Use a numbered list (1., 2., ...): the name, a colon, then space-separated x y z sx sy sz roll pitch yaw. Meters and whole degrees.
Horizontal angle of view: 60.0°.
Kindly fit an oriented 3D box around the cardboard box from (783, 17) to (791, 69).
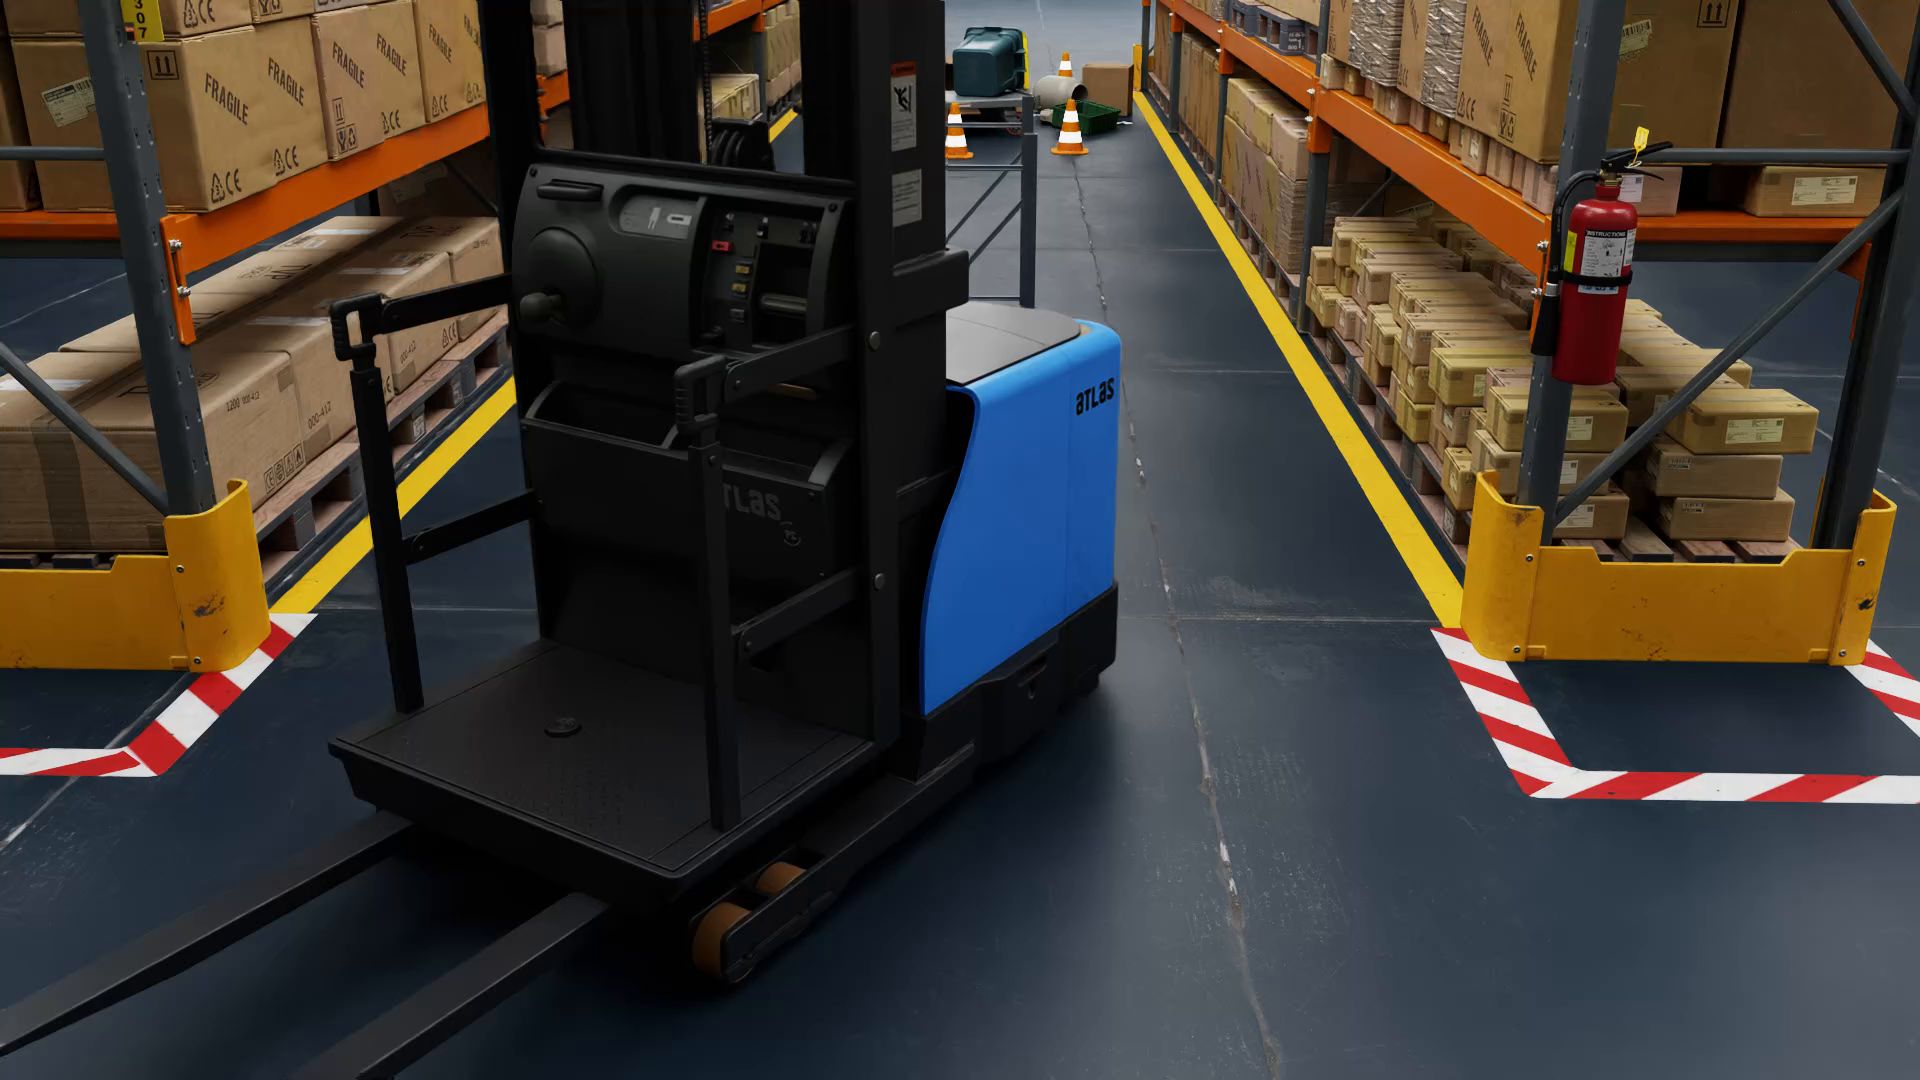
1. cardboard box: -2.092 -5.269 17.645 0.500 0.500 0.500 2 21 4

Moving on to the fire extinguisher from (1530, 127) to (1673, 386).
1. fire extinguisher: 1.715 -0.761 4.466 0.296 0.674 0.183 1 21 2

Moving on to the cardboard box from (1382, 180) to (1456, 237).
1. cardboard box: 2.593 -1.798 9.391 0.500 0.500 0.500 1 21 4

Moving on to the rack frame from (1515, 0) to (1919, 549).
1. rack frame: 2.184 -1.057 4.606 1.000 3.000 0.127 1 21 2

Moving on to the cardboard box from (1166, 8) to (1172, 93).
1. cardboard box: 2.661 -5.154 17.521 0.875 0.875 0.875 1 21 2

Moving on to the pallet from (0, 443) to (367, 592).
1. pallet: -2.821 -0.065 5.904 1.003 0.211 1.213 1 21 2

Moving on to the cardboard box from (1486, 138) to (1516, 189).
1. cardboard box: 1.949 -1.241 5.428 0.380 0.149 0.250 0 21 1

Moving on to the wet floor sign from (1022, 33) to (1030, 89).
1. wet floor sign: 0.692 -5.777 20.025 0.267 0.644 0.232 -3 21 -8

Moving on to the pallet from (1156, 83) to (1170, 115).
1. pallet: 2.684 -4.812 18.139 1.003 0.211 1.213 1 21 2

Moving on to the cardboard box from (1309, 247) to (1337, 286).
1. cardboard box: 1.974 -1.381 8.391 0.380 0.149 0.250 2 21 4

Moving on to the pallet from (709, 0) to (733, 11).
1. pallet: -2.505 -4.594 13.988 1.003 0.211 1.213 1 21 2

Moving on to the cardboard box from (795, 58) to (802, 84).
1. cardboard box: -2.060 -5.291 18.740 0.500 0.250 0.500 1 21 2

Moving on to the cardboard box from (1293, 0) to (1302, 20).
1. cardboard box: 2.147 -3.103 9.646 0.380 0.149 0.250 0 21 -1

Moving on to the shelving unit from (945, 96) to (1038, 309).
1. shelving unit: 0.003 -0.730 5.837 0.538 1.500 1.048 1 21 2

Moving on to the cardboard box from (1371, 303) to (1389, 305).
1. cardboard box: 2.042 -1.003 7.417 0.380 0.149 0.250 2 21 4

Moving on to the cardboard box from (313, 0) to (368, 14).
1. cardboard box: -2.451 -2.131 5.854 0.500 0.500 0.500 0 21 1

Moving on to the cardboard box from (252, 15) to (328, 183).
1. cardboard box: -2.478 -1.475 5.546 0.500 0.500 0.500 0 21 1

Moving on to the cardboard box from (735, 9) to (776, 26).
1. cardboard box: -2.051 -5.235 16.660 0.380 0.149 0.250 1 21 2

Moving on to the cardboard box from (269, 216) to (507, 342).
1. cardboard box: -2.772 -1.297 8.185 0.875 0.438 0.875 0 21 1

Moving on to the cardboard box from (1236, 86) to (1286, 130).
1. cardboard box: 2.149 -2.900 11.194 0.500 0.250 0.500 0 21 1

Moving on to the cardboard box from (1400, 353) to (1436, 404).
1. cardboard box: 1.931 -0.632 6.459 0.380 0.149 0.250 1 21 2

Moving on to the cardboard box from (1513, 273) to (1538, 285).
1. cardboard box: 2.588 -1.043 7.109 0.380 0.149 0.250 0 21 0

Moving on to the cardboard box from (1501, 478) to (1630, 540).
1. cardboard box: 1.991 -0.116 5.543 0.380 0.149 0.250 1 21 3

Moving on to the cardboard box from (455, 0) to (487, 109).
1. cardboard box: -2.414 -2.211 7.443 0.500 0.500 0.500 0 21 0

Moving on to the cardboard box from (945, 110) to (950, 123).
1. cardboard box: -0.232 -4.410 17.028 0.258 0.266 0.396 -16 26 -35

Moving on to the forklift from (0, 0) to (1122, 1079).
1. forklift: -0.762 -0.609 3.547 1.130 2.935 3.031 13 25 30

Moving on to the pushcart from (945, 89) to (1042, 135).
1. pushcart: -0.122 -4.184 16.291 1.648 0.377 0.936 -7 22 -17

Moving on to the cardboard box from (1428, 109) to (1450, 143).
1. cardboard box: 2.030 -1.622 6.409 0.380 0.149 0.250 1 21 3

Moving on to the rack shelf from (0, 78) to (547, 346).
1. rack shelf: -2.706 -1.463 6.646 1.077 0.370 4.000 1 21 2

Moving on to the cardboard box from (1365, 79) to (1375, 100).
1. cardboard box: 2.080 -2.096 7.632 0.380 0.149 0.250 0 21 -1

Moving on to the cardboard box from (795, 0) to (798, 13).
1. cardboard box: -1.999 -5.909 18.399 0.380 0.149 0.250 1 21 3

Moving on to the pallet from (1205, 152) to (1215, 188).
1. pallet: 2.526 -2.934 13.298 1.003 0.211 1.213 1 21 2

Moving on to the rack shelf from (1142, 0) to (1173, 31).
1. rack shelf: 2.609 -5.784 17.782 1.077 0.370 4.000 1 21 2

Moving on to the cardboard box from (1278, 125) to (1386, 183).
1. cardboard box: 2.075 -2.155 9.276 0.500 0.250 0.500 0 21 0

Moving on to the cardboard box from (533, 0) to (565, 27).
1. cardboard box: -2.350 -2.840 8.719 0.500 0.250 0.500 0 21 0

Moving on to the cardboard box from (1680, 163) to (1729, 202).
1. cardboard box: 2.488 -1.146 5.183 0.380 0.149 0.250 1 21 4

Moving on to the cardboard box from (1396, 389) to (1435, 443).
1. cardboard box: 1.931 -0.487 6.499 0.380 0.149 0.250 0 21 -1

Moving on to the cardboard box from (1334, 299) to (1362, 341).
1. cardboard box: 2.009 -1.055 7.962 0.380 0.149 0.250 1 21 1

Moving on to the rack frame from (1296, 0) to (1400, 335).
1. rack frame: 2.305 -2.503 8.334 1.000 3.000 0.127 1 21 2

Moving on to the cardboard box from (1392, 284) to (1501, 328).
1. cardboard box: 2.015 -0.960 6.895 0.380 0.149 0.250 1 21 2

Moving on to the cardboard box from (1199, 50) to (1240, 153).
1. cardboard box: 2.559 -3.632 13.772 1.050 0.750 0.750 1 21 2

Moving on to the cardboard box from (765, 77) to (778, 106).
1. cardboard box: -2.114 -4.538 16.798 0.500 0.250 0.500 0 21 -1

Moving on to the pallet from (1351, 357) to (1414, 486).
1. pallet: 2.286 -0.518 7.072 1.003 0.211 1.213 1 21 2

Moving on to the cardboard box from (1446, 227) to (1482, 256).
1. cardboard box: 2.587 -1.423 8.088 0.380 0.149 0.250 1 21 2

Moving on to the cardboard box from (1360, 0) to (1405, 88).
1. cardboard box: 1.979 -2.152 6.878 0.500 0.500 0.500 0 21 0

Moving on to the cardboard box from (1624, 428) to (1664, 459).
1. cardboard box: 2.521 -0.347 5.727 0.380 0.149 0.250 1 21 1

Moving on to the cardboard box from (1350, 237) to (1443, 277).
1. cardboard box: 2.062 -1.334 7.859 0.380 0.149 0.250 0 21 1

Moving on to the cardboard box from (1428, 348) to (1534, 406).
1. cardboard box: 1.892 -0.581 5.916 0.380 0.149 0.250 0 21 0

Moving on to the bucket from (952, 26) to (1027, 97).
1. bucket: 0.248 -4.653 16.298 0.726 0.611 0.620 8 33 20

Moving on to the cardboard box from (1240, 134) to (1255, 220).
1. cardboard box: 2.128 -2.360 10.838 0.500 0.500 0.500 0 21 0

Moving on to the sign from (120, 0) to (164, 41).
1. sign: -2.213 -1.507 4.460 0.100 0.325 0.005 1 21 2

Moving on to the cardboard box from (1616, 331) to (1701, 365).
1. cardboard box: 2.488 -0.668 6.142 0.380 0.149 0.250 0 21 -1

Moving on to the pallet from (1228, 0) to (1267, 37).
1. pallet: 2.512 -3.601 11.429 1.213 0.211 1.003 1 21 2

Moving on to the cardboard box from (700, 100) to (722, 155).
1. cardboard box: -2.482 -3.409 13.721 0.950 0.372 0.625 0 21 1

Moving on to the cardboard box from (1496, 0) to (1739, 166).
1. cardboard box: 1.940 -1.408 4.961 0.500 0.500 0.500 1 21 3

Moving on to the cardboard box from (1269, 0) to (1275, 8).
1. cardboard box: 2.183 -3.480 10.618 0.380 0.149 0.250 1 21 3

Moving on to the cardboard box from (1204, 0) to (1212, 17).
1. cardboard box: 2.189 -4.342 12.935 0.500 0.500 0.500 1 21 2
